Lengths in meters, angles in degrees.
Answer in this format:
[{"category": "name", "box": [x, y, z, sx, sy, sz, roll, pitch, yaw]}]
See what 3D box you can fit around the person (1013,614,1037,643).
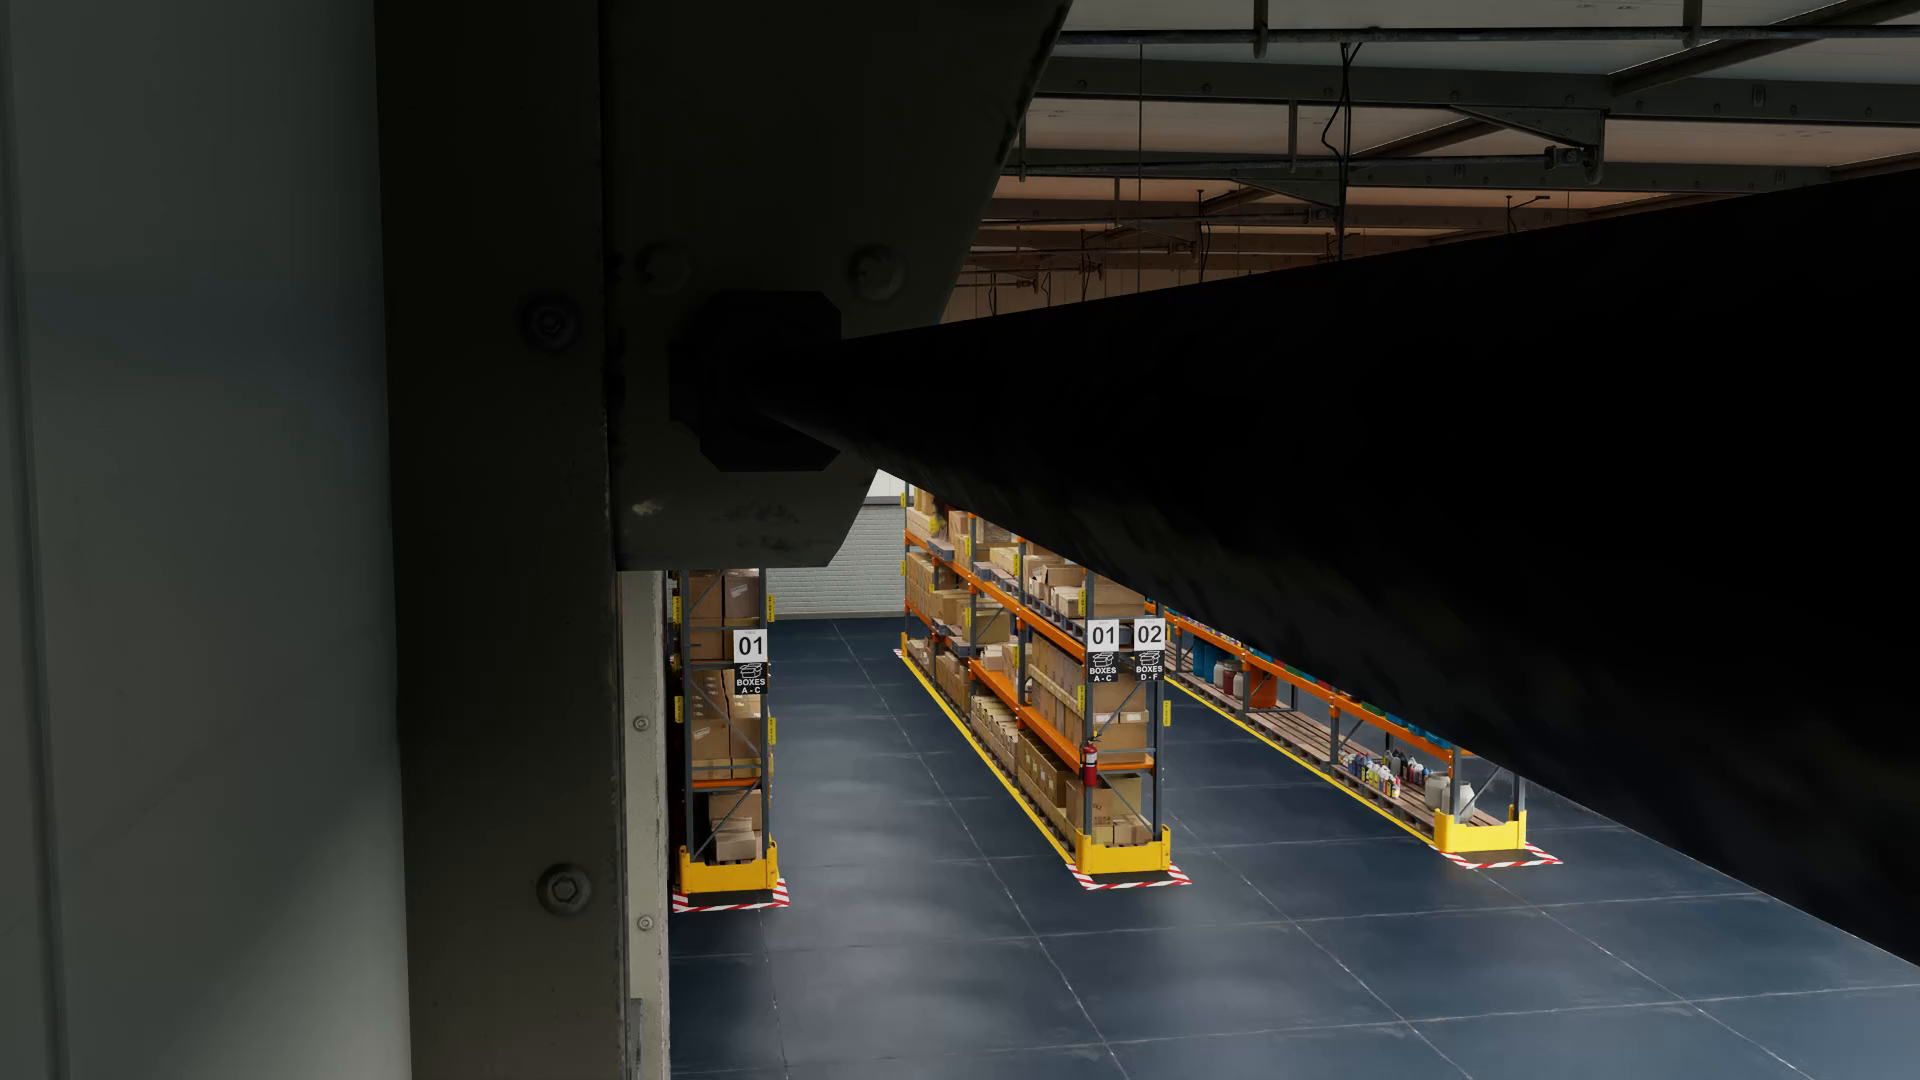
[{"category": "person", "box": [1.382, 1.572, 35.759, 0.599, 1.679, 0.794, -3, 7, -25]}]
